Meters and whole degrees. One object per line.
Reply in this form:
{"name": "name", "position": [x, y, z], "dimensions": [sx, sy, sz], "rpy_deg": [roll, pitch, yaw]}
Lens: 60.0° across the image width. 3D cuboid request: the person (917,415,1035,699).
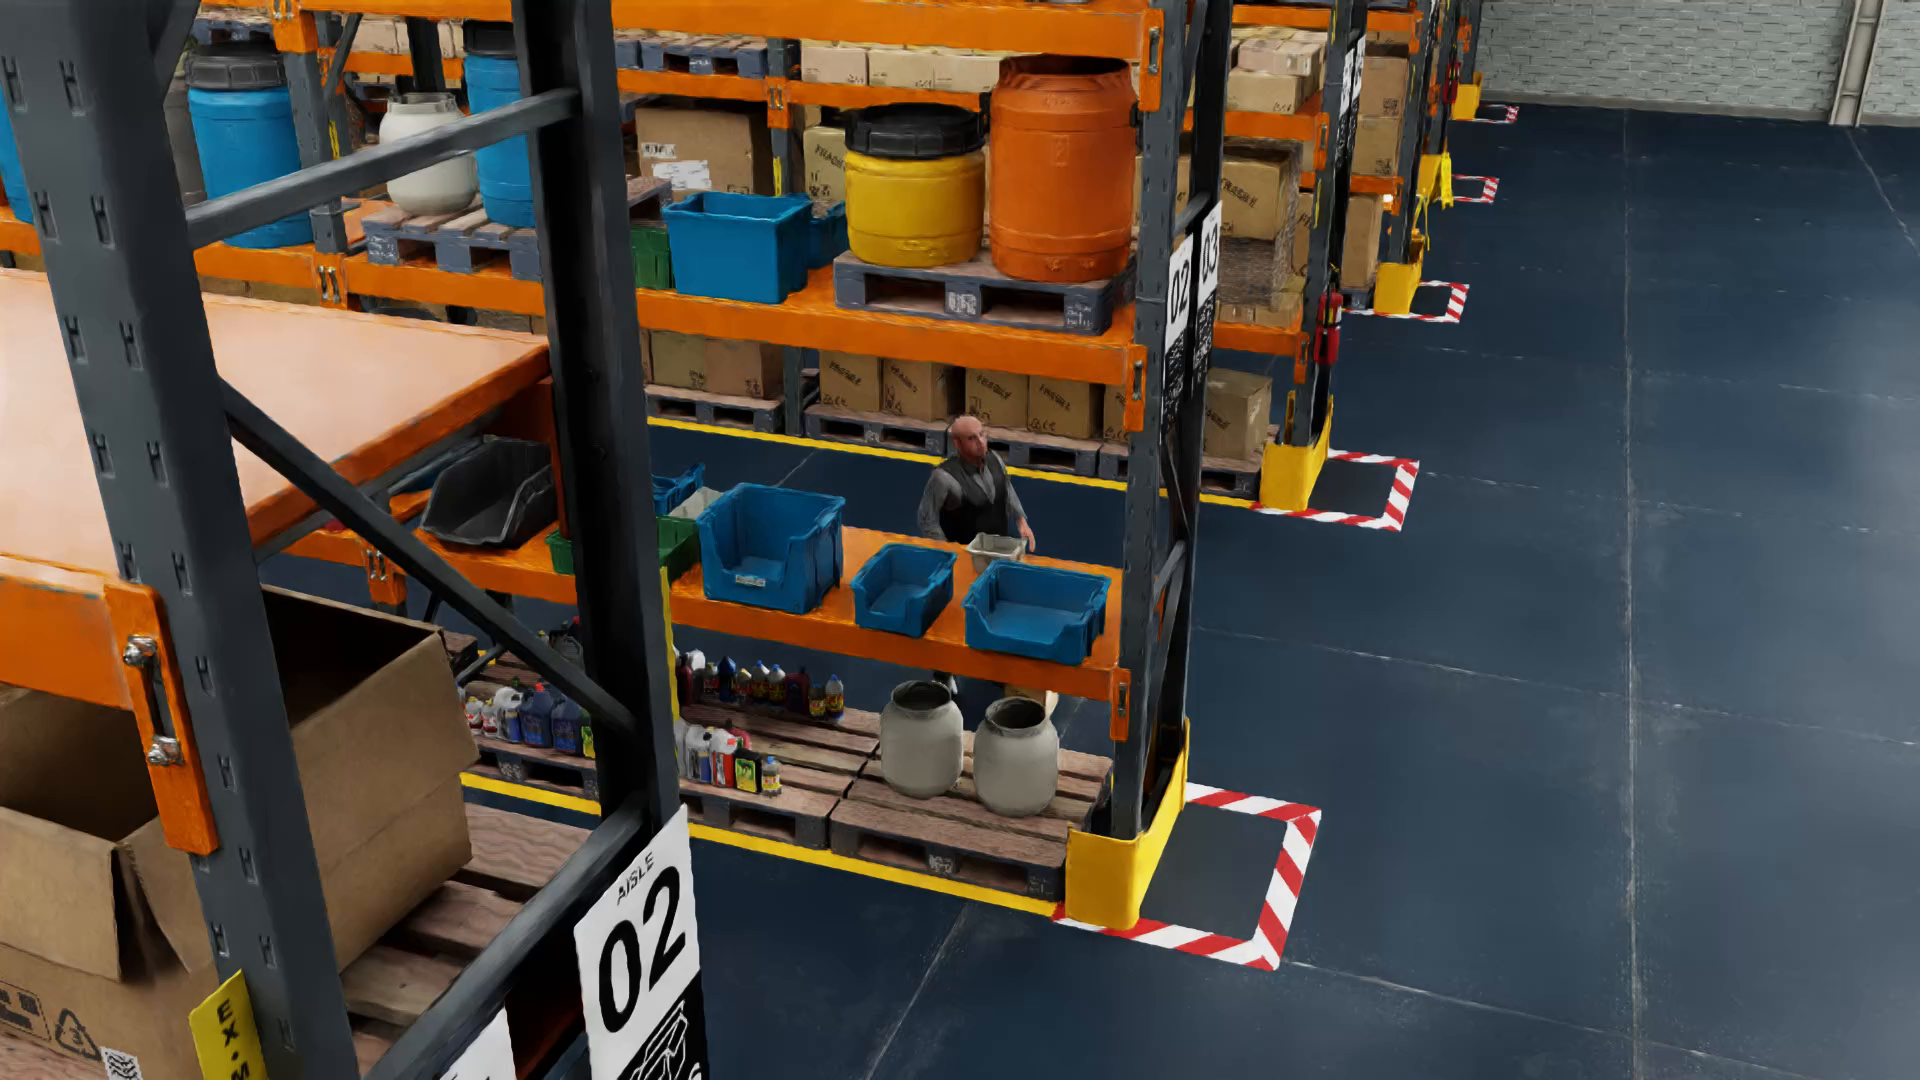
{"name": "person", "position": [0.133, 0.098, 9.438], "dimensions": [0.489, 1.692, 0.710], "rpy_deg": [18, 31, 33]}
